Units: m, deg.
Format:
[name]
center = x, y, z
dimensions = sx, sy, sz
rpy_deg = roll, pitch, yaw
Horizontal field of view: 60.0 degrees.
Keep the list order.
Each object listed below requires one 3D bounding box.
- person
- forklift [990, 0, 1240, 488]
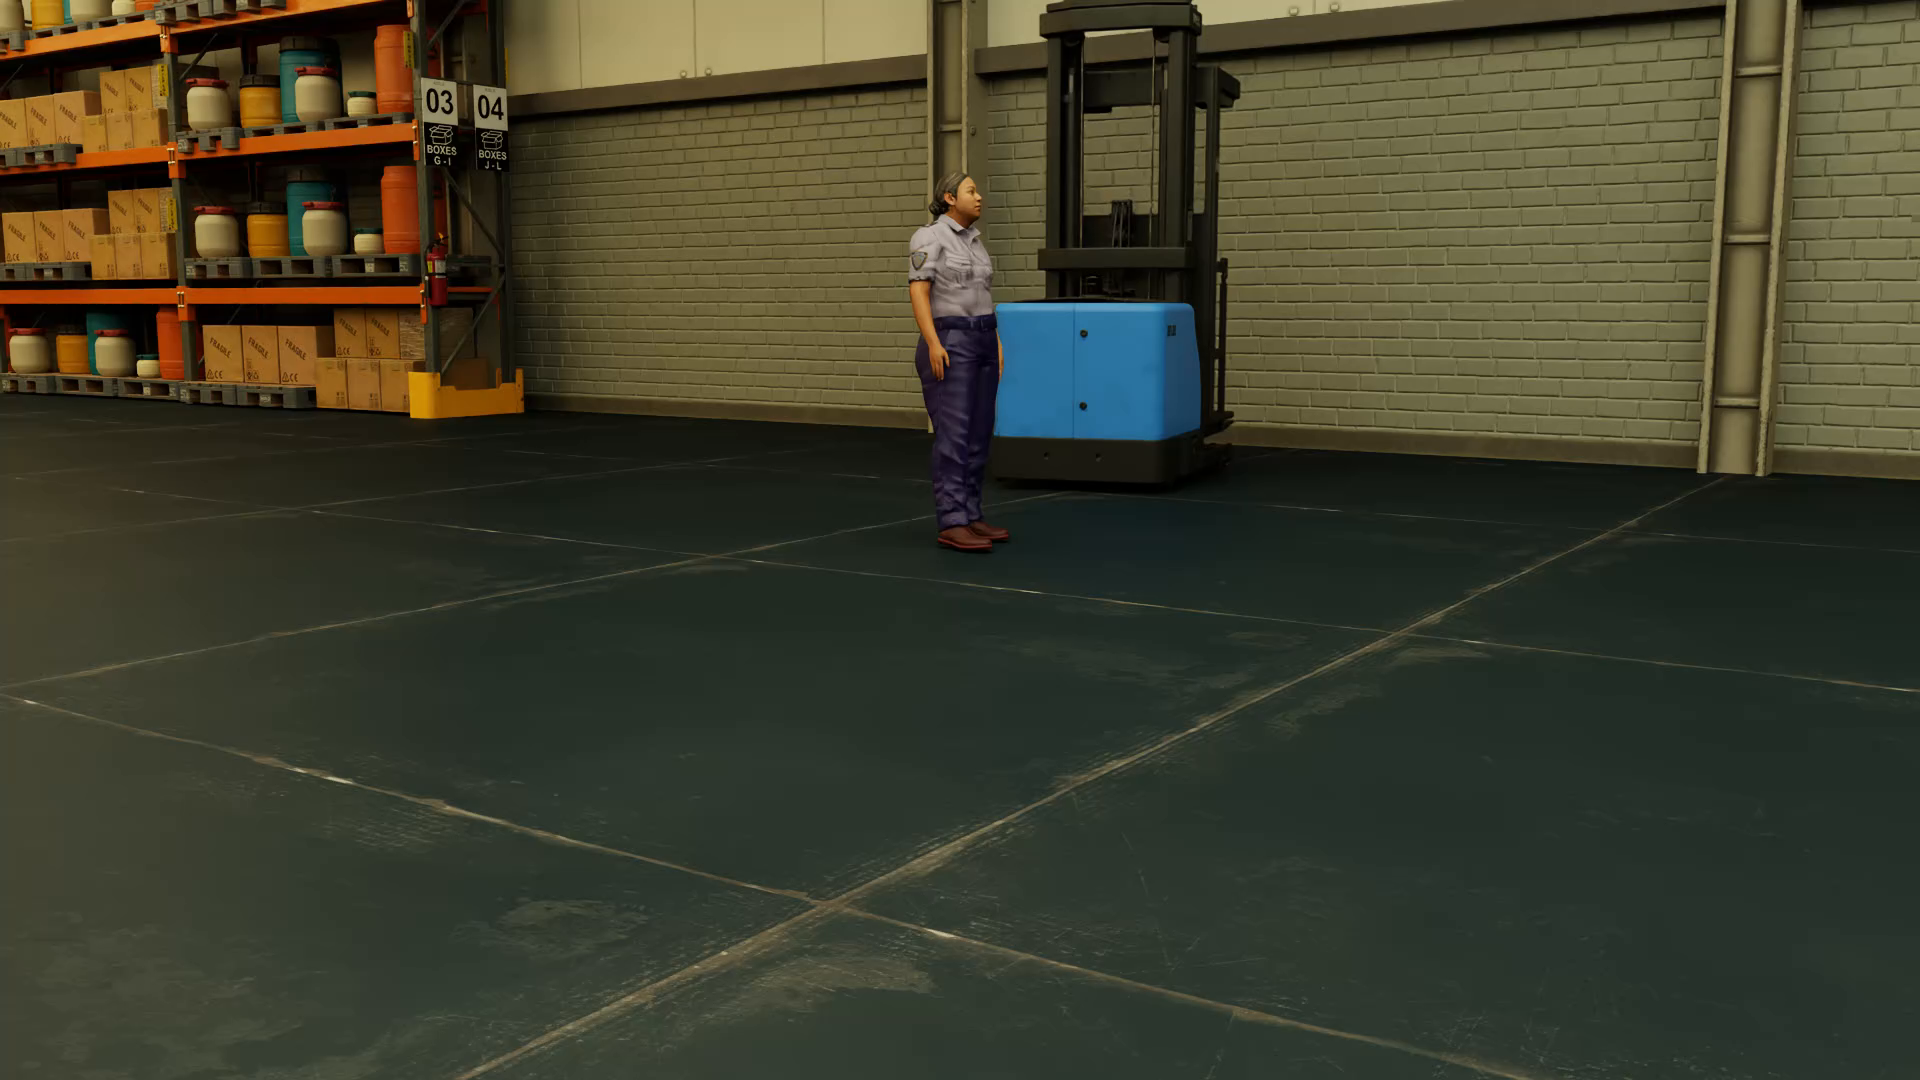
[person]
center = 0.061, -0.814, 7.418
dimensions = 0.503, 1.651, 0.598
rpy_deg = 5, 10, 34
[forklift]
center = 1.158, -1.918, 10.682
dimensions = 1.130, 2.935, 3.031
rpy_deg = 3, 9, 20
